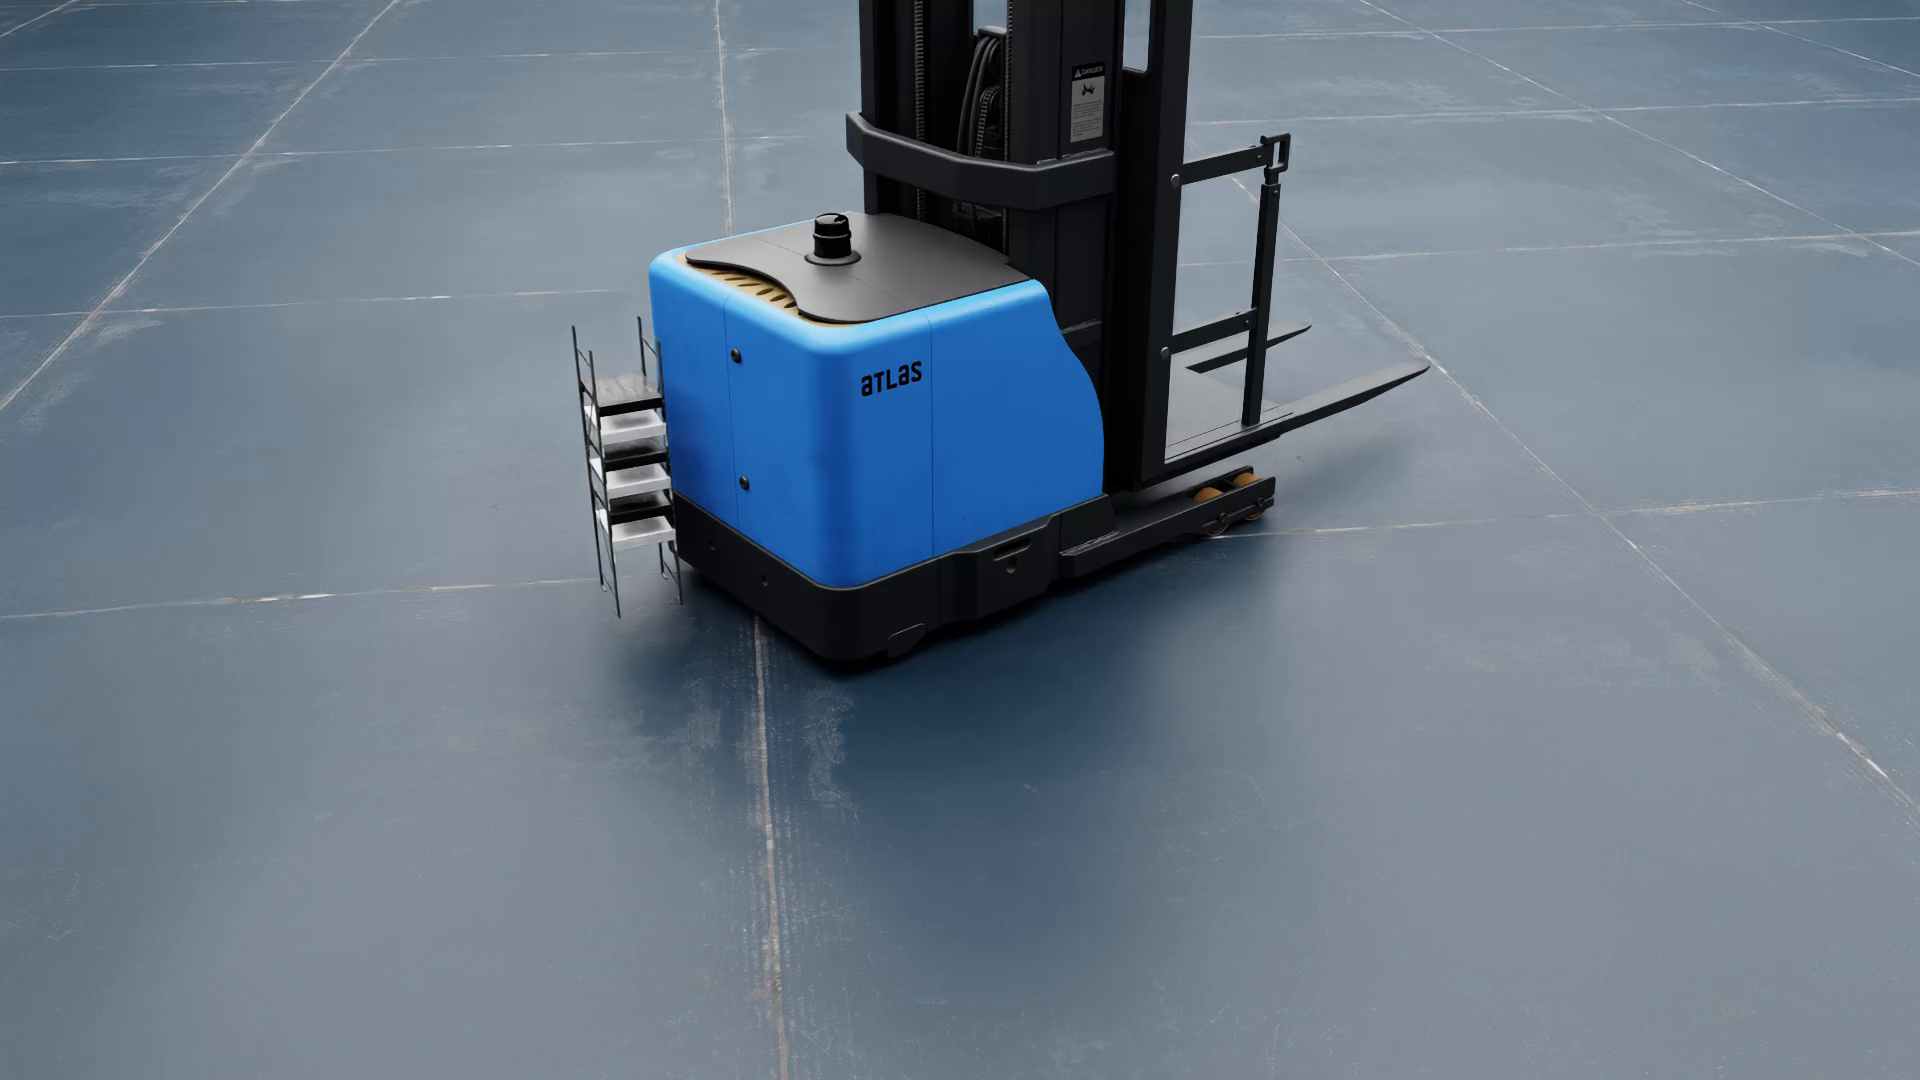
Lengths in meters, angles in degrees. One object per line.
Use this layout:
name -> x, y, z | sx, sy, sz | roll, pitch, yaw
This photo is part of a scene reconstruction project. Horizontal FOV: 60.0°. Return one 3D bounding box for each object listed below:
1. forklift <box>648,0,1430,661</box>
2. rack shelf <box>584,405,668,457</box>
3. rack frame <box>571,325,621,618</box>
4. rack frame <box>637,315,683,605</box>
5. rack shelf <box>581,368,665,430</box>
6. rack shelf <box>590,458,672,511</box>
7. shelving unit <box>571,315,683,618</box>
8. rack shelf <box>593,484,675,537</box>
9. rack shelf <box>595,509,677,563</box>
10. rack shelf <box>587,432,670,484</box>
forklift -> 0.487, -1.484, 5.432 | 3.031, 2.935, 1.130 | -20, 33, -34
rack shelf -> -1.036, -0.353, 5.131 | 0.200, 0.077, 0.258 | -12, 29, -22
rack frame -> -1.128, -0.203, 5.160 | 0.006, 0.900, 0.240 | -12, 29, -22
rack frame -> -0.943, -0.242, 5.236 | 0.006, 0.900, 0.240 | -12, 29, -22
rack shelf -> -1.036, -0.433, 5.090 | 0.200, 0.077, 0.258 | -12, 29, -22
rack shelf -> -1.036, -0.193, 5.213 | 0.200, 0.077, 0.258 | -12, 29, -22
shelving unit -> -1.036, -0.223, 5.198 | 0.210, 0.900, 0.258 | -12, 29, -22
rack shelf -> -1.036, -0.113, 5.254 | 0.200, 0.077, 0.258 | -12, 29, -22
rack shelf -> -1.036, -0.033, 5.295 | 0.200, 0.077, 0.258 | -12, 29, -22
rack shelf -> -1.036, -0.273, 5.172 | 0.200, 0.077, 0.258 | -12, 29, -22
